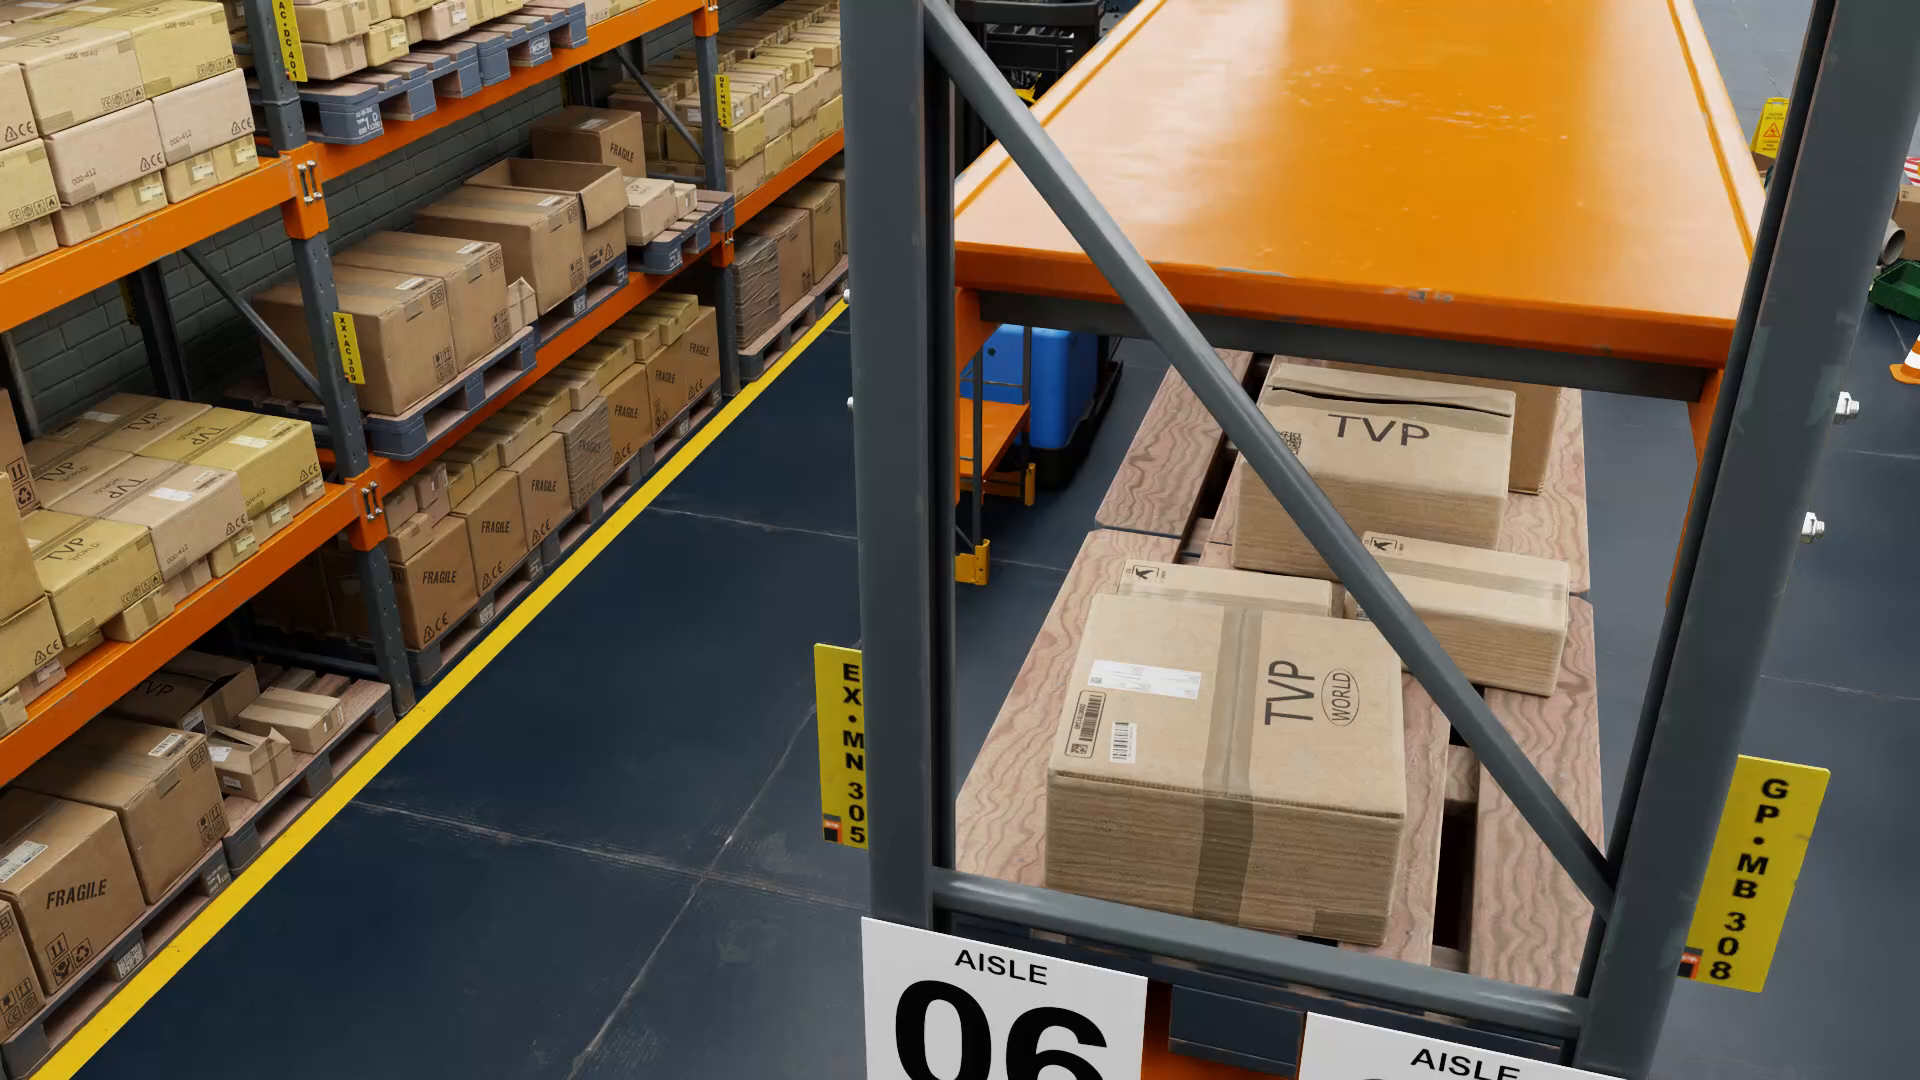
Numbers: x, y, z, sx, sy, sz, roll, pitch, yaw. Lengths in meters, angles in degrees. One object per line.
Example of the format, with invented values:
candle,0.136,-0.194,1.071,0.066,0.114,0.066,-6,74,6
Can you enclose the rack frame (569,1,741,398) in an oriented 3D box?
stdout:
rack frame,-2.026,-2.392,10.965,1.000,3.000,0.127,8,30,15

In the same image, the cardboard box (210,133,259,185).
cardboard box,-3.023,-1.525,6.579,0.380,0.149,0.250,8,30,15

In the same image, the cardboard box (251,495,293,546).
cardboard box,-3.108,-0.115,7.130,0.380,0.149,0.250,9,30,16

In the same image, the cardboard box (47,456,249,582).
cardboard box,-3.249,-0.092,6.677,0.500,0.250,0.500,9,30,15

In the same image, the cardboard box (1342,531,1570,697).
cardboard box,0.912,0.131,3.067,0.380,0.149,0.250,10,30,17

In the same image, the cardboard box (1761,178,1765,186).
cardboard box,6.707,-2.759,14.052,0.797,0.637,0.503,8,30,15

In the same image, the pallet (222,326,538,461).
pallet,-2.861,-0.805,8.310,1.003,0.211,1.213,8,30,15

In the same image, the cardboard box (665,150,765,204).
cardboard box,-1.662,-2.498,11.310,0.500,0.250,0.500,9,30,15

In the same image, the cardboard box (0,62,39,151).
cardboard box,-3.415,-1.387,5.406,0.500,0.250,0.500,9,30,16

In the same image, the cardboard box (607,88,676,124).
cardboard box,-2.124,-2.900,11.107,0.380,0.149,0.250,9,30,16

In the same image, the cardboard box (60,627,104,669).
cardboard box,-3.494,0.353,6.287,0.380,0.149,0.250,9,30,16

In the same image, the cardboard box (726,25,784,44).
cardboard box,-1.584,-3.861,12.835,0.380,0.149,0.250,8,30,14

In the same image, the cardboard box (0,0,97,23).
cardboard box,-3.617,-1.938,6.396,0.500,0.250,0.500,8,30,14

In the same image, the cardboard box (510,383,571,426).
cardboard box,-2.465,-0.782,9.543,0.380,0.149,0.250,9,30,15

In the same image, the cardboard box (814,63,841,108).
cardboard box,-1.217,-3.431,12.472,0.500,0.250,0.500,9,30,16

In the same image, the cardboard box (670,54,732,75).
cardboard box,-1.863,-3.383,11.976,0.380,0.149,0.250,8,30,15

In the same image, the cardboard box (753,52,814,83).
cardboard box,-1.282,-3.427,12.055,0.380,0.149,0.250,9,30,16

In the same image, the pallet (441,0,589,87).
pallet,-2.640,-2.538,8.334,1.213,0.211,1.003,8,30,15

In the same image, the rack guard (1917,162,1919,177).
rack guard,9.837,-3.663,15.821,1.175,0.500,0.348,8,30,15

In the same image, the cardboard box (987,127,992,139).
cardboard box,0.045,-4.123,16.473,0.500,0.250,0.500,9,30,16

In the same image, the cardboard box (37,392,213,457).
cardboard box,-3.603,-0.406,7.243,0.500,0.250,0.500,8,30,14

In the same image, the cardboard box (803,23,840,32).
cardboard box,-1.007,-3.905,12.915,0.380,0.149,0.250,8,30,14

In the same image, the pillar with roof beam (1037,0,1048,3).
pillar with roof beam,5.133,-10.711,19.747,9.100,9.000,0.400,8,30,15

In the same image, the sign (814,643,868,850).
sign,-0.142,0.285,2.238,0.100,0.325,0.005,8,30,15

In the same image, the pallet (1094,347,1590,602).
pallet,0.936,-0.155,3.949,1.003,0.211,1.213,8,30,15

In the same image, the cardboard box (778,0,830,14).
cardboard box,-1.289,-4.329,13.676,0.380,0.149,0.250,7,30,13

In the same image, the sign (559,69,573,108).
sign,-2.557,-2.976,10.823,0.100,0.325,0.005,8,30,15

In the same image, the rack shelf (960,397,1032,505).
rack shelf,0.025,-0.538,9.544,0.538,0.185,1.000,8,30,15

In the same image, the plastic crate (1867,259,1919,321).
plastic crate,7.455,-1.949,13.002,0.662,0.188,0.450,-24,47,-37

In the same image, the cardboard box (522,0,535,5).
cardboard box,-2.305,-2.762,8.267,0.380,0.149,0.250,9,30,16

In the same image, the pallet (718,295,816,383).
pallet,-1.747,-1.551,12.321,1.003,0.211,1.213,8,30,15

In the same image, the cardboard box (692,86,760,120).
cardboard box,-1.573,-2.950,11.197,0.380,0.149,0.250,9,30,16

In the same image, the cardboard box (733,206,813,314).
cardboard box,-1.645,-2.131,12.506,0.875,0.625,0.625,9,30,17

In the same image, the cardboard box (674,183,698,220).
cardboard box,-1.852,-2.106,10.277,0.380,0.149,0.250,9,30,16

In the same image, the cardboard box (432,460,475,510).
cardboard box,-2.768,-0.298,8.671,0.380,0.149,0.250,7,30,12

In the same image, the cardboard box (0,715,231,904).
cardboard box,-3.511,1.089,6.846,0.700,0.500,0.500,7,30,13

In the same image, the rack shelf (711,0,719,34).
rack shelf,-1.439,-4.318,12.082,1.077,0.370,4.000,8,30,15

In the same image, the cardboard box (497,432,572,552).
cardboard box,-2.545,-0.298,9.339,0.500,0.500,0.500,8,30,13

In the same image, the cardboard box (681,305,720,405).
cardboard box,-1.944,-1.256,11.062,0.500,0.500,0.500,9,30,16

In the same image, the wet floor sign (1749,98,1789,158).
wet floor sign,7.946,-4.011,16.297,0.267,0.644,0.232,3,29,6

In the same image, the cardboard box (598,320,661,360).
cardboard box,-2.098,-1.254,10.391,0.380,0.149,0.250,7,30,13

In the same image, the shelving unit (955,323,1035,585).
shelving unit,0.022,-0.691,9.449,0.587,1.500,1.083,8,30,15

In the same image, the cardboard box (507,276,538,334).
cardboard box,-2.425,-1.249,8.616,0.396,0.266,0.258,10,31,17

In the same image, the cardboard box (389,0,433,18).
cardboard box,-2.568,-2.414,7.336,0.380,0.149,0.250,8,30,14

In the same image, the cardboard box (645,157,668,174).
cardboard box,-2.138,-2.572,11.443,0.500,0.250,0.500,8,30,14

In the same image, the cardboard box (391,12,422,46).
cardboard box,-2.642,-2.291,7.421,0.380,0.149,0.250,9,30,15

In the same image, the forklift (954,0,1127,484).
forklift,0.525,-2.325,10.914,1.130,2.935,3.031,7,30,13

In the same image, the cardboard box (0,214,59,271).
cardboard box,-3.368,-1.055,5.734,0.380,0.149,0.250,10,30,17

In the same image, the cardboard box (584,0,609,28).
cardboard box,-2.238,-2.898,8.943,0.500,0.250,0.500,9,30,15

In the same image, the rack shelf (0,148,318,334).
rack shelf,-3.787,-0.601,5.399,1.077,0.370,4.000,8,30,15

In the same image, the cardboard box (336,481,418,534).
cardboard box,-2.898,-0.176,8.146,0.380,0.149,0.250,8,30,14
